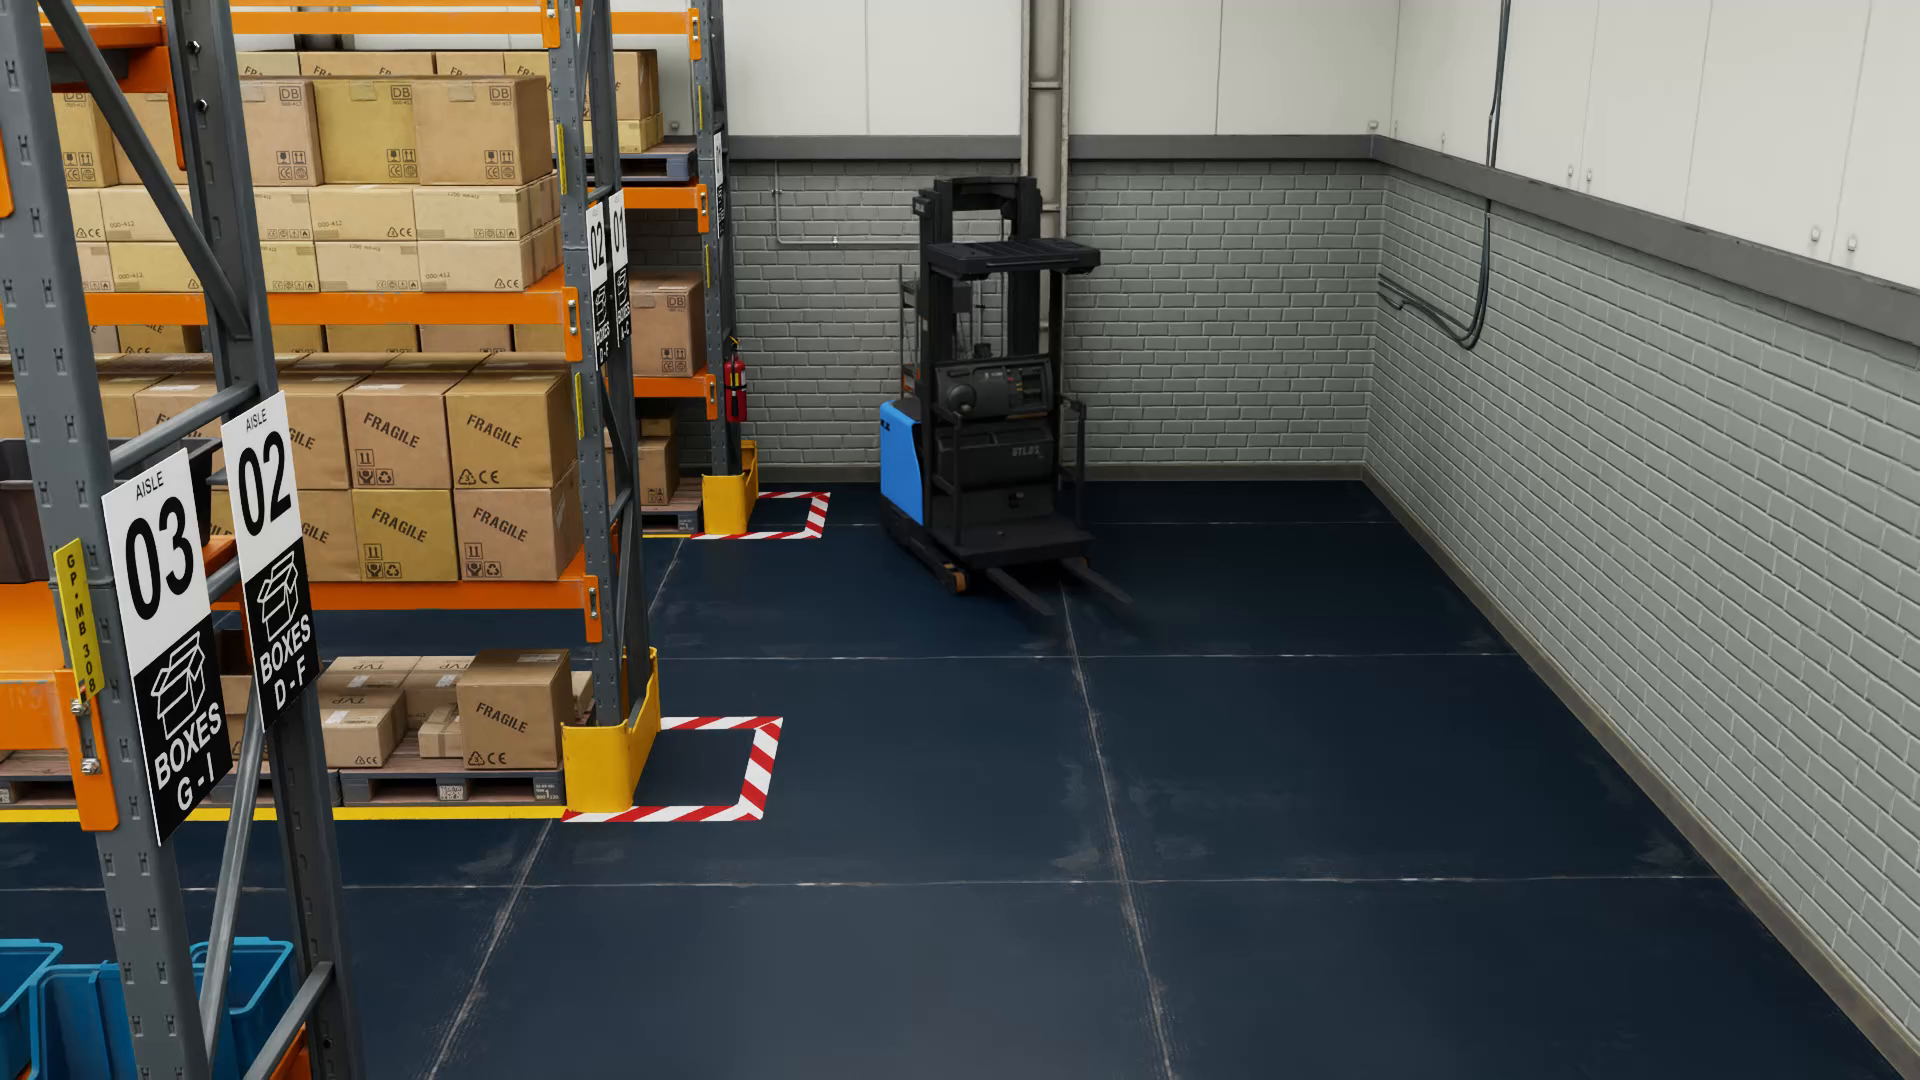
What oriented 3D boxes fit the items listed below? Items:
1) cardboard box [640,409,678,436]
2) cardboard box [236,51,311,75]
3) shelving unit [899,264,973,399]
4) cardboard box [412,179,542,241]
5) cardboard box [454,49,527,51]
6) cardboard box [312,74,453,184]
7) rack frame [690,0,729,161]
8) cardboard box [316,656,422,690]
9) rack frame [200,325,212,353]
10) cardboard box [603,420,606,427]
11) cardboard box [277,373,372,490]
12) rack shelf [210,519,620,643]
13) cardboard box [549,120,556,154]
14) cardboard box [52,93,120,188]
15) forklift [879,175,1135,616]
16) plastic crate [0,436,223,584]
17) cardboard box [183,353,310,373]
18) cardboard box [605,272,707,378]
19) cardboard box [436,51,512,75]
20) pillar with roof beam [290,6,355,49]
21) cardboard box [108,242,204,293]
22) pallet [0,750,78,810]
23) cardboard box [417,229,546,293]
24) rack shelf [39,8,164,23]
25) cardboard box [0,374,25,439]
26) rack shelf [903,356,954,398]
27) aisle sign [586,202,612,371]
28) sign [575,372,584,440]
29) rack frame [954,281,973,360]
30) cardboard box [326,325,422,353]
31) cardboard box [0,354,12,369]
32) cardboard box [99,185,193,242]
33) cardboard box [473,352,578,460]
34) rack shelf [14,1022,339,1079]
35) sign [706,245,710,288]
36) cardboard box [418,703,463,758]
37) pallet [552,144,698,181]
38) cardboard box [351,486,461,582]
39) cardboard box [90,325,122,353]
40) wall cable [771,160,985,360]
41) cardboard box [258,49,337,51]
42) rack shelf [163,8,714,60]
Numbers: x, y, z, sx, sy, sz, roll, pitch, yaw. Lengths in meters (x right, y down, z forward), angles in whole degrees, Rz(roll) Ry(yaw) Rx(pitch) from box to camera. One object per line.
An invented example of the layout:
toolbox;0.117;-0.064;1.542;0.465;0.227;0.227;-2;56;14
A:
cardboard box;-2.547;-0.996;14.083;0.250;0.149;0.380;0;18;0
cardboard box;-5.253;-3.509;12.833;0.500;0.500;0.500;0;18;-1
shelving unit;-0.200;-1.259;14.036;0.503;2.100;0.431;-7;19;-20
cardboard box;-2.398;-1.651;8.300;0.500;0.250;0.500;0;18;-1
cardboard box;-3.737;-3.678;13.359;0.500;0.500;0.500;0;18;-1
cardboard box;-2.903;-2.104;8.486;0.500;0.500;0.700;0;18;-1
rack frame;-1.971;-4.506;12.862;0.127;3.000;1.000;0;18;-1
cardboard box;-3.437;0.884;9.662;0.500;0.250;0.500;0;18;-1
rack frame;-5.970;-1.630;13.718;0.127;3.000;1.000;0;18;-1
cardboard box;-3.050;-0.876;13.711;0.250;0.149;0.380;0;18;1
cardboard box;-3.353;-0.567;8.605;0.500;0.500;0.500;0;18;1
rack shelf;-3.888;0.216;9.142;4.000;0.370;1.077;0;18;-1
cardboard box;-3.219;-3.166;12.991;0.500;0.250;0.500;-1;18;-3
cardboard box;-4.401;-2.047;8.305;0.500;0.500;0.700;0;18;-1
forklift;0.342;-1.142;12.310;1.130;2.935;3.031;-7;19;-20
plastic crate;-2.204;-0.073;4.167;0.590;0.269;0.497;0;18;-1
cardboard box;-3.867;-0.730;9.112;0.500;0.500;0.500;0;18;-1
cardboard box;-2.480;-1.787;13.715;0.700;0.700;0.980;1;18;2
cardboard box;-3.720;-3.520;12.865;0.500;0.500;0.500;-1;18;-3
pillar with roof beam;-5.216;-3.439;9.537;0.400;9.000;9.100;0;18;-1
cardboard box;-3.898;-1.407;8.359;0.500;0.250;0.500;0;18;-1
pallet;-5.201;1.208;9.437;1.213;0.211;1.003;0;18;-1
cardboard box;-2.398;-1.410;8.368;0.500;0.250;0.500;0;18;-1
rack shelf;-7.970;-3.944;12.943;4.000;0.370;1.077;0;18;-1
cardboard box;-4.897;-0.560;8.581;0.500;0.500;0.500;-1;18;-3
rack shelf;-0.200;-1.246;14.040;0.480;0.518;0.431;-7;19;-20
aisle sign;-1.816;-1.281;8.374;0.004;0.787;0.394;0;18;-1
sign;-1.900;-0.669;8.308;0.005;0.325;0.100;0;18;-1
rack frame;0.027;-1.287;14.121;0.015;2.100;0.400;-7;19;-20
cardboard box;-4.697;-1.772;13.671;0.700;0.700;0.980;-1;18;-2
cardboard box;-5.387;-0.722;9.088;0.500;0.500;0.500;0;18;-1
cardboard box;-3.898;-1.643;8.274;0.500;0.250;0.500;0;18;-1
cardboard box;-2.336;-0.738;9.138;0.500;0.500;0.500;0;18;1
rack shelf;-3.814;1.729;4.426;4.000;0.370;1.077;0;18;-1
sign;-1.976;-2.148;13.048;0.005;0.325;0.100;0;18;-1
cardboard box;-2.835;1.056;9.265;0.250;0.166;0.380;0;18;-1
pallet;-2.712;-3.029;13.313;1.213;0.211;1.003;0;18;-1
cardboard box;-2.851;-0.095;8.770;0.500;0.500;0.500;0;18;0
cardboard box;-6.938;-1.744;13.390;0.500;0.500;0.500;0;18;0
wall cable;-0.705;-2.428;14.543;1.851;1.984;0.084;0;18;-1
cardboard box;-5.275;-3.666;13.322;0.500;0.500;0.500;0;18;-1
rack shelf;-3.970;-3.963;13.003;4.000;0.370;1.077;0;18;-1
